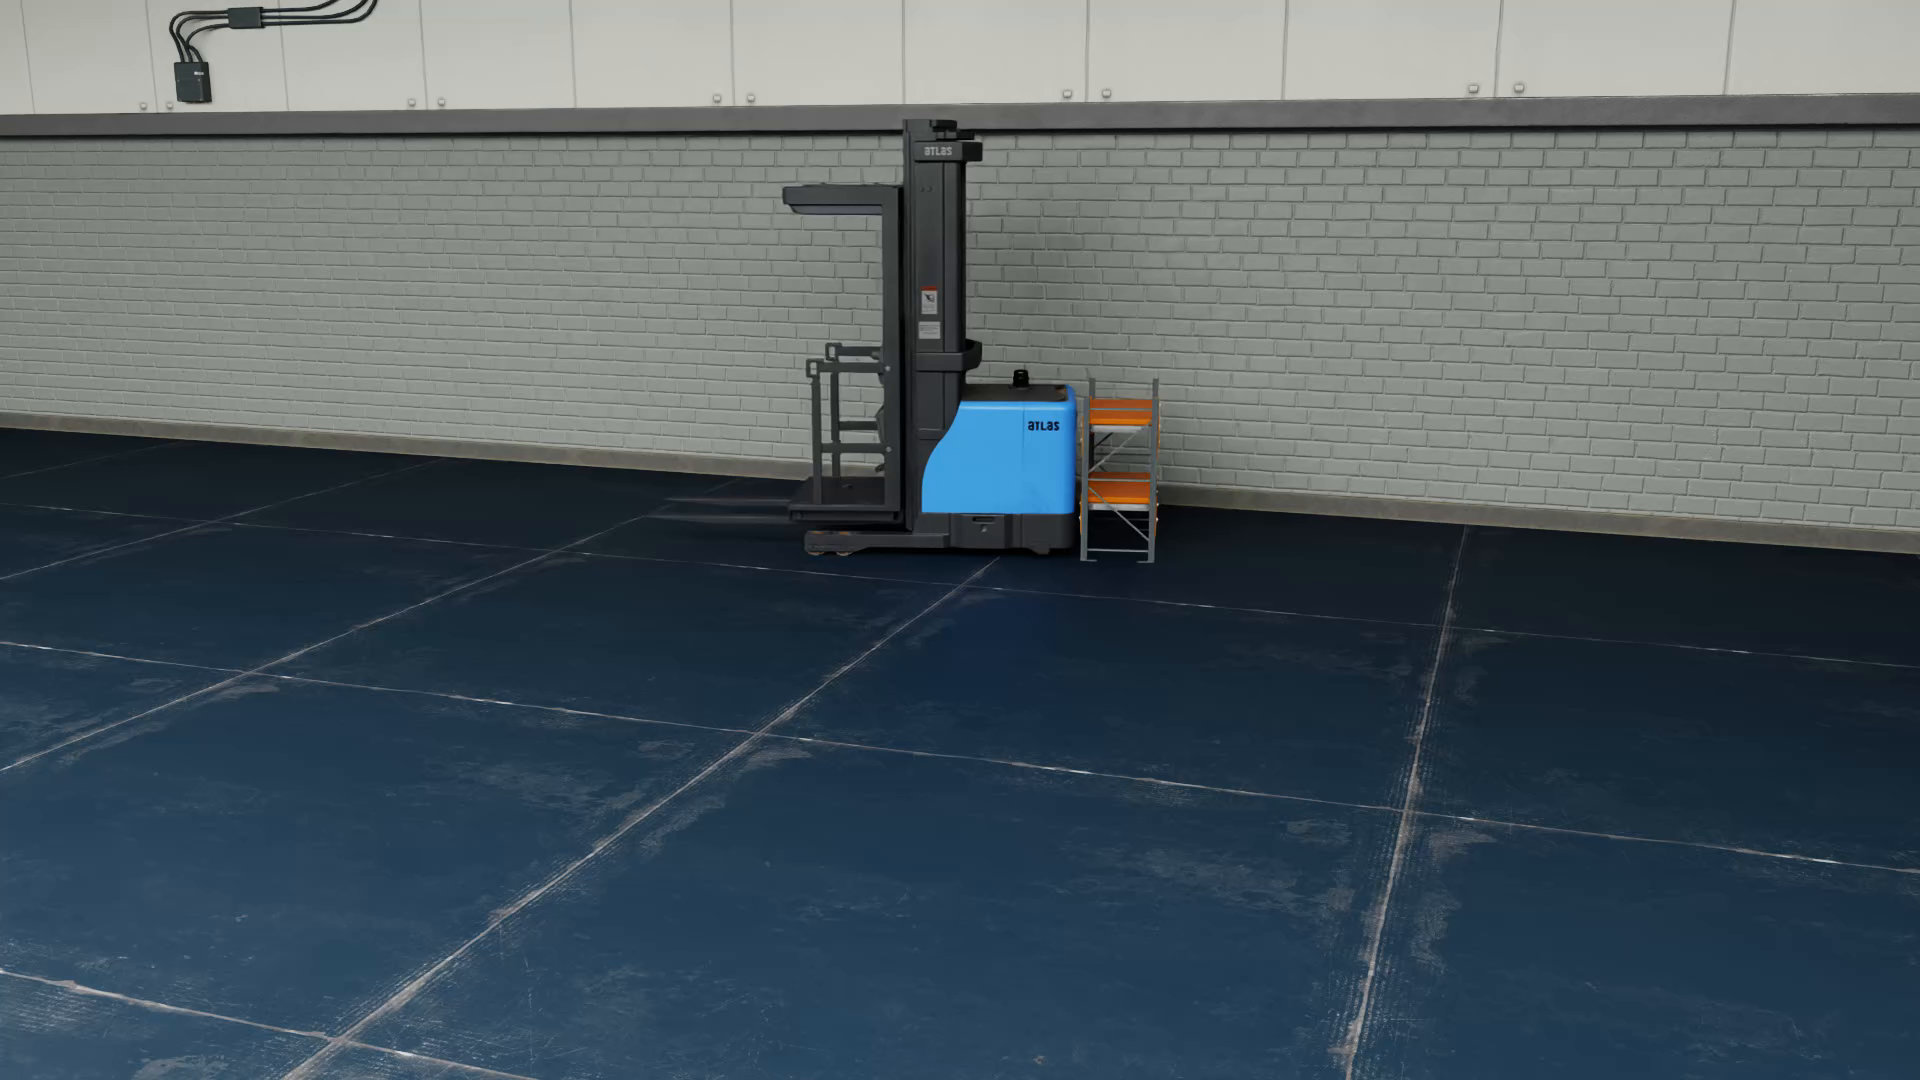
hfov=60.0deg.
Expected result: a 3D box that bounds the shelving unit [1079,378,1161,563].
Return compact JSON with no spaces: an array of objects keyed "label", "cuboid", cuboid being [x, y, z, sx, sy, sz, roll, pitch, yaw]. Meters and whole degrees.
[{"label":"shelving unit","cuboid":[1.133,-0.514,11.712,0.538,1.125,1.048,1,13,6]}]

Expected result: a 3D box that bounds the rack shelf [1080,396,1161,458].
[{"label":"rack shelf","cuboid":[1.133,-0.799,11.647,0.538,0.278,1.000,1,13,6]}]

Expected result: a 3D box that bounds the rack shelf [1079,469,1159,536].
[{"label":"rack shelf","cuboid":[1.133,-0.276,11.766,0.538,0.278,1.000,1,13,6]}]

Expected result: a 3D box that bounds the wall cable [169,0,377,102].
[{"label":"wall cable","cuboid":[-6.144,-6.910,14.396,2.305,6.003,0.169,4,14,18]}]

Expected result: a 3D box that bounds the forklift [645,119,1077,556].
[{"label":"forklift","cuboid":[-0.687,-1.434,11.682,3.031,2.935,1.130,1,13,3]}]

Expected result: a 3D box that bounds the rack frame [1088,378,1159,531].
[{"label":"rack frame","cuboid":[1.191,-0.626,12.204,0.500,1.125,0.032,1,13,6]}]

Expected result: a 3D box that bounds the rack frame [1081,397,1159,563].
[{"label":"rack frame","cuboid":[1.074,-0.402,11.220,0.500,1.125,0.032,1,13,6]}]
